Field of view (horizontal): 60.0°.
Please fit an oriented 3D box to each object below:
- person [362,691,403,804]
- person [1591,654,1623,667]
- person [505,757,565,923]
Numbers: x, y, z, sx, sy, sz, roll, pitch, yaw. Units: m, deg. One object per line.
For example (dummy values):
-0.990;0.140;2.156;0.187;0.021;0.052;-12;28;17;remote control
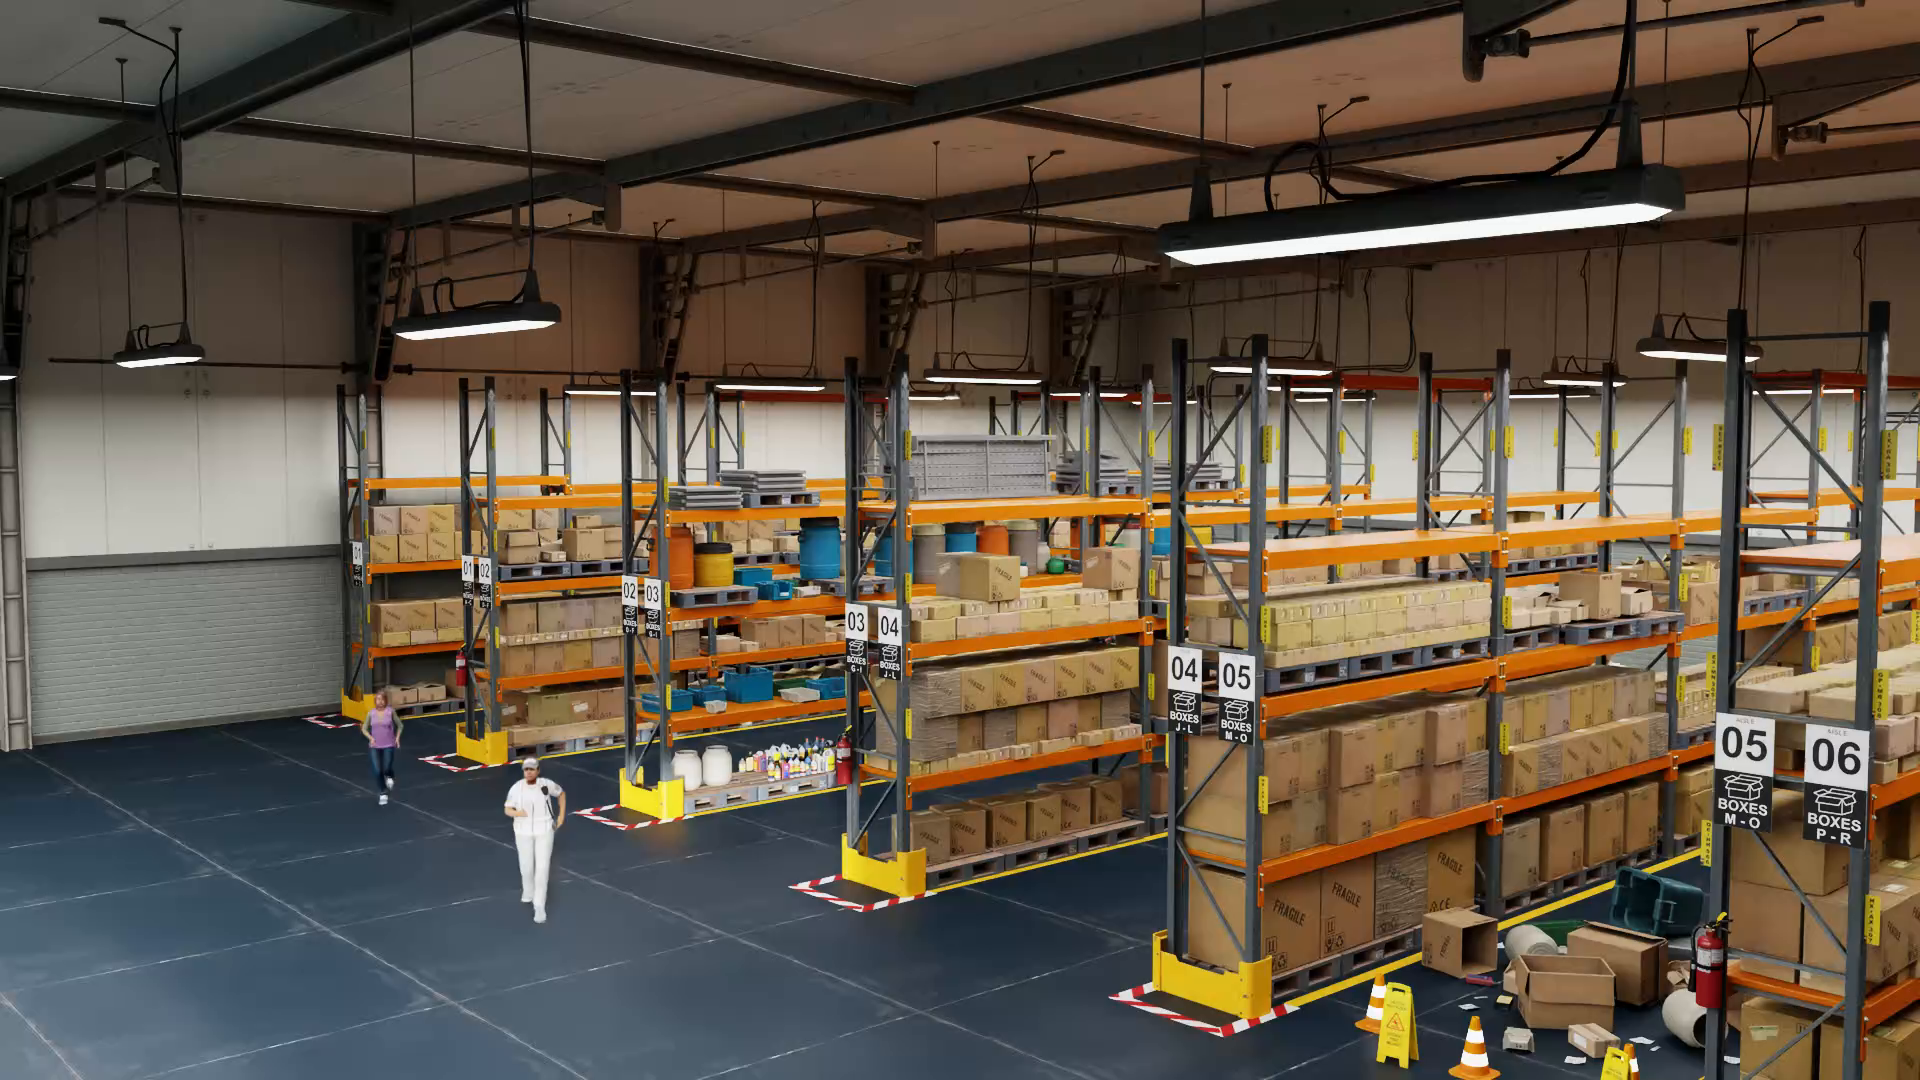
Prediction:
-8.030;2.880;23.113;0.539;1.559;0.546;-1;4;-14;person
10.264;2.561;26.443;0.720;1.735;0.826;4;5;45;person
-4.565;3.175;17.840;0.608;1.689;0.894;0;4;-7;person
